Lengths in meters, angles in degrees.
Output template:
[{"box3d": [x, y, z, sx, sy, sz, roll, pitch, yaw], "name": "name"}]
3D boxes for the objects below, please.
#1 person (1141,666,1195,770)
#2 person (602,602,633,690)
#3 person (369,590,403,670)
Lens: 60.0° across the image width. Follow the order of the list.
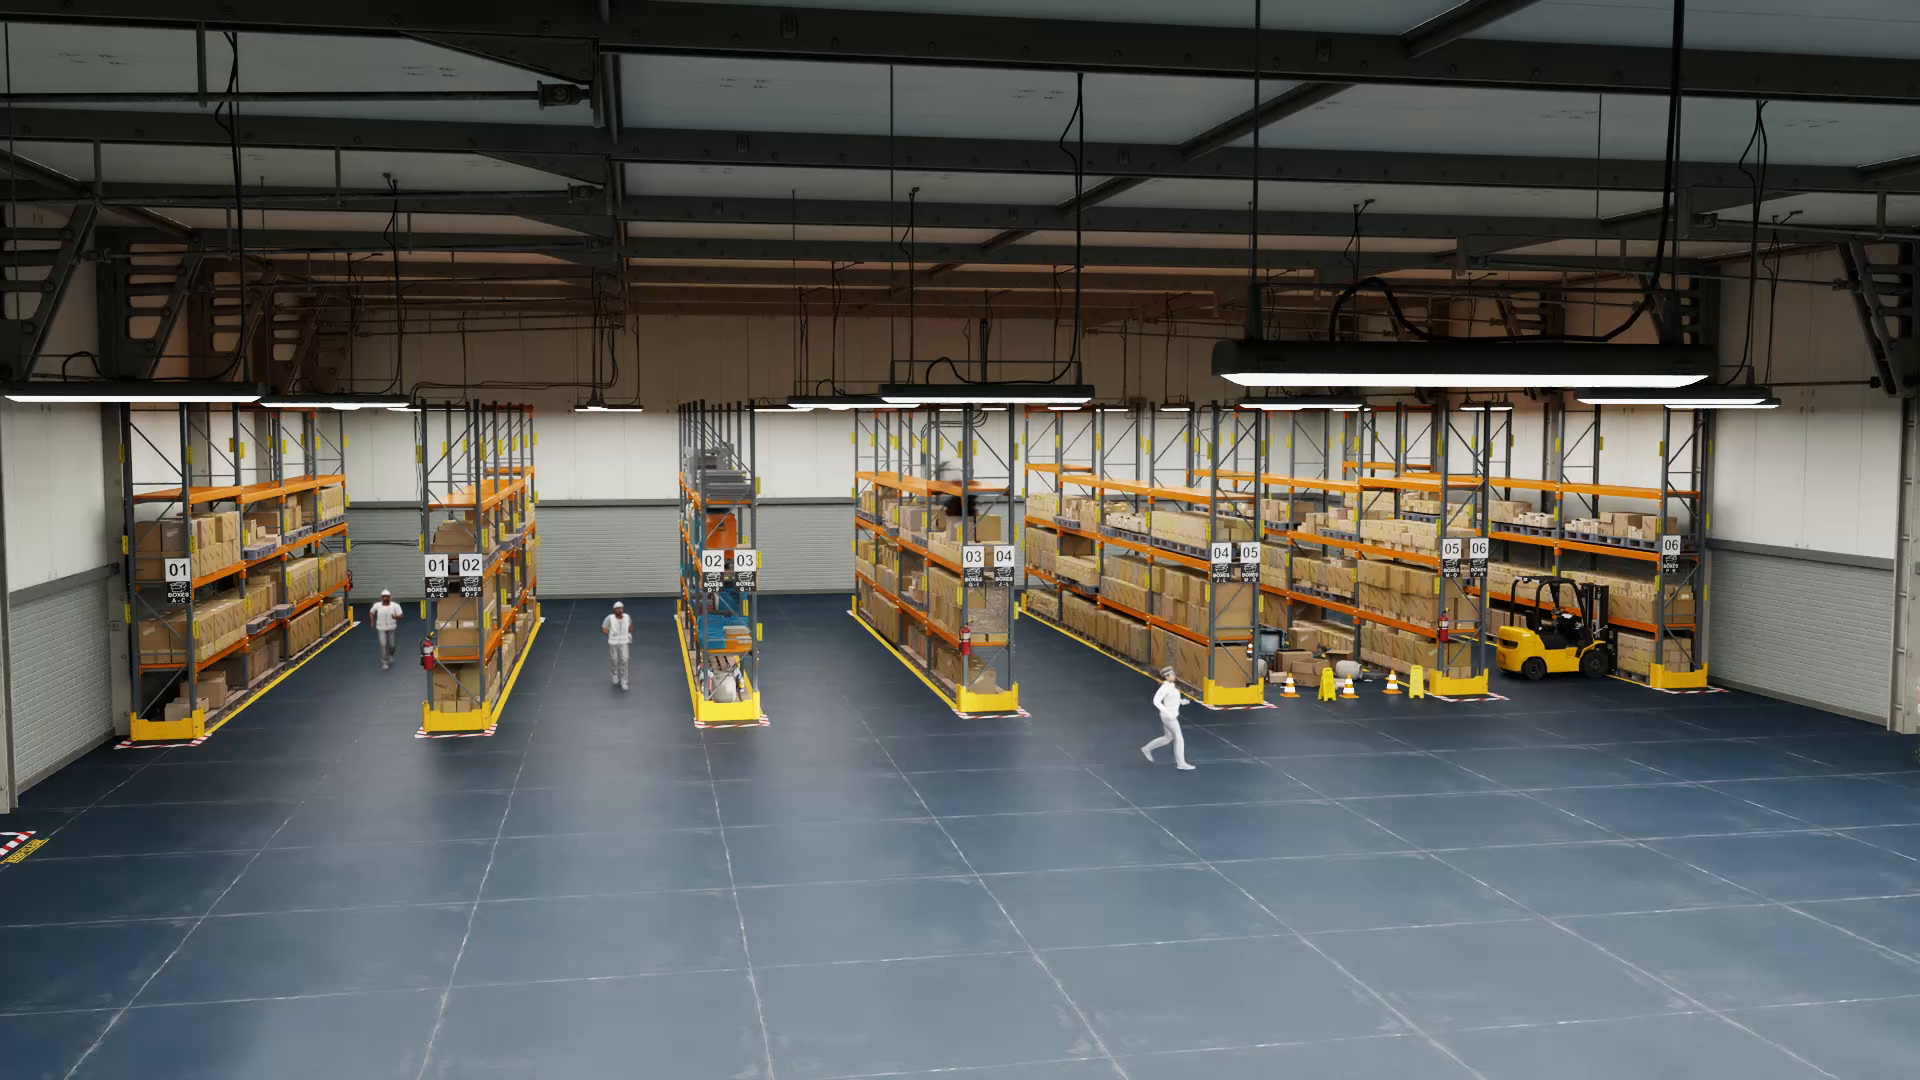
[{"box3d": [3.350, 2.850, 26.805, 0.896, 1.670, 0.622, 1, 4, 15], "name": "person"}, {"box3d": [-7.169, 2.194, 34.860, 0.667, 1.808, 0.894, -1, 5, -18], "name": "person"}, {"box3d": [-12.903, 1.997, 37.423, 0.706, 1.744, 0.955, -2, 5, -21], "name": "person"}]
